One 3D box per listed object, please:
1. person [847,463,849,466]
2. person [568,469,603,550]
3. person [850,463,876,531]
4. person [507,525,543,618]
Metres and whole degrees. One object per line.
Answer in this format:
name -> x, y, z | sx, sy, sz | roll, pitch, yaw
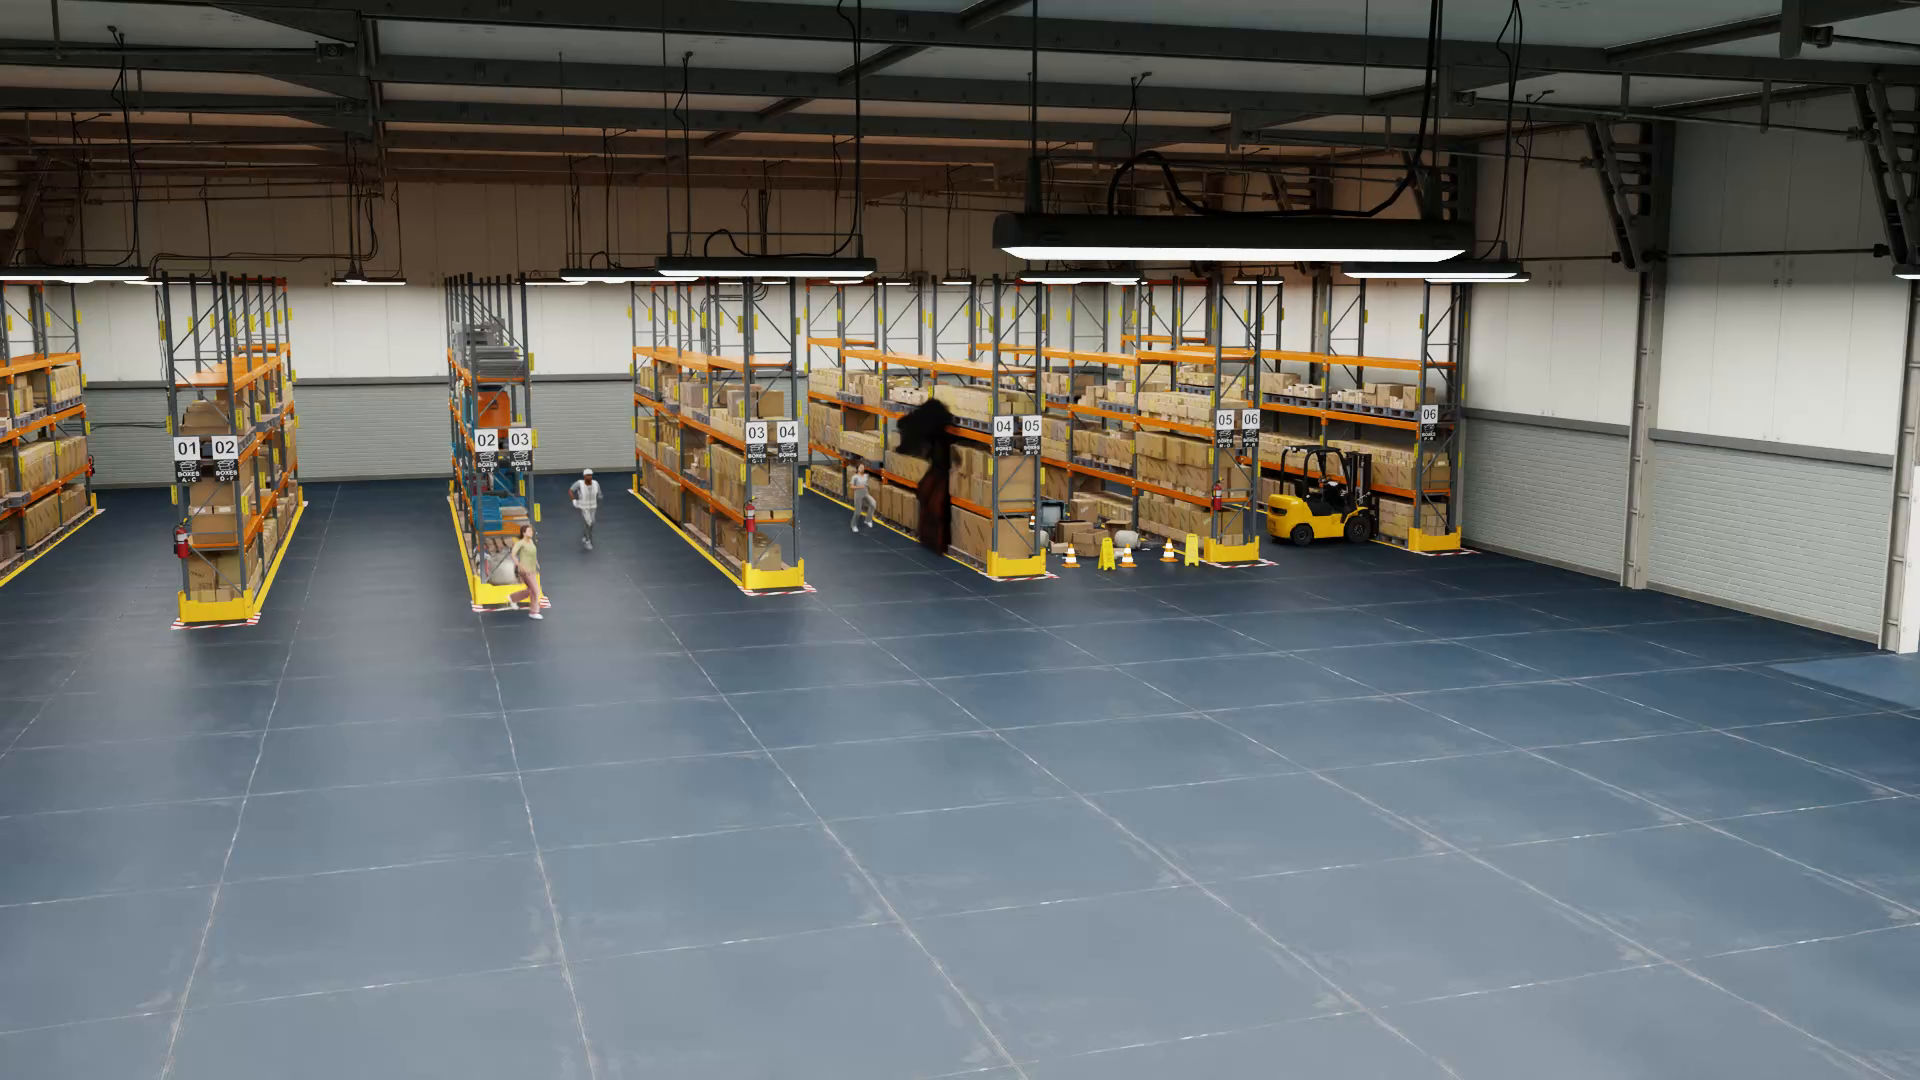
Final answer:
person -> -3.272, -2.614, 49.953 | 0.953, 1.641, 0.691 | 6, 10, 33
person -> -8.226, -0.671, 36.744 | 0.679, 1.812, 0.793 | -7, 11, -38
person -> -2.308, -0.969, 38.745 | 0.560, 1.603, 0.906 | -5, 10, -28
person -> -7.652, 0.554, 29.150 | 0.743, 1.660, 0.602 | 2, 9, 15
